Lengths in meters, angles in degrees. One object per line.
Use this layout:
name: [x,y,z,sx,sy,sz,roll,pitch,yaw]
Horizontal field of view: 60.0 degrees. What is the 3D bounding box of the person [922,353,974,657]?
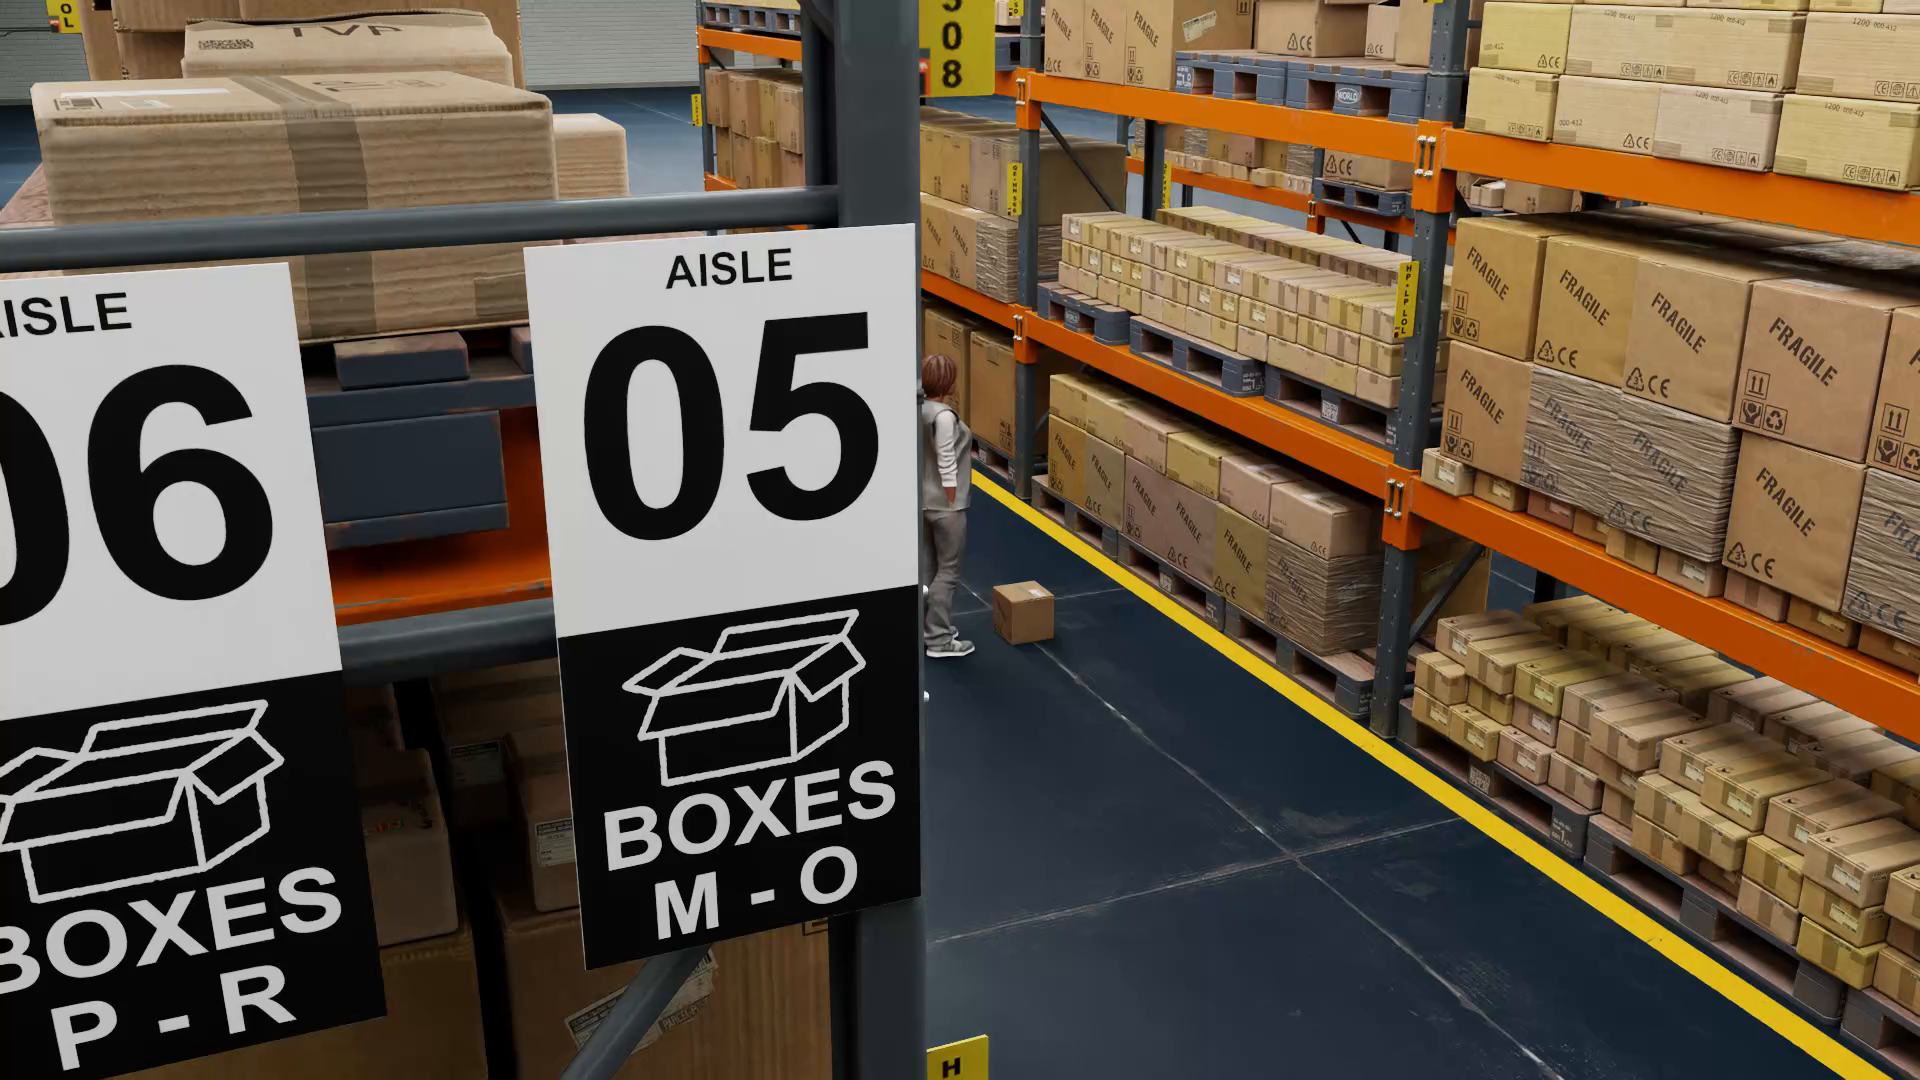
person: [-0.103,-0.185,8.617,0.308,1.599,0.406,-8,21,-21]
